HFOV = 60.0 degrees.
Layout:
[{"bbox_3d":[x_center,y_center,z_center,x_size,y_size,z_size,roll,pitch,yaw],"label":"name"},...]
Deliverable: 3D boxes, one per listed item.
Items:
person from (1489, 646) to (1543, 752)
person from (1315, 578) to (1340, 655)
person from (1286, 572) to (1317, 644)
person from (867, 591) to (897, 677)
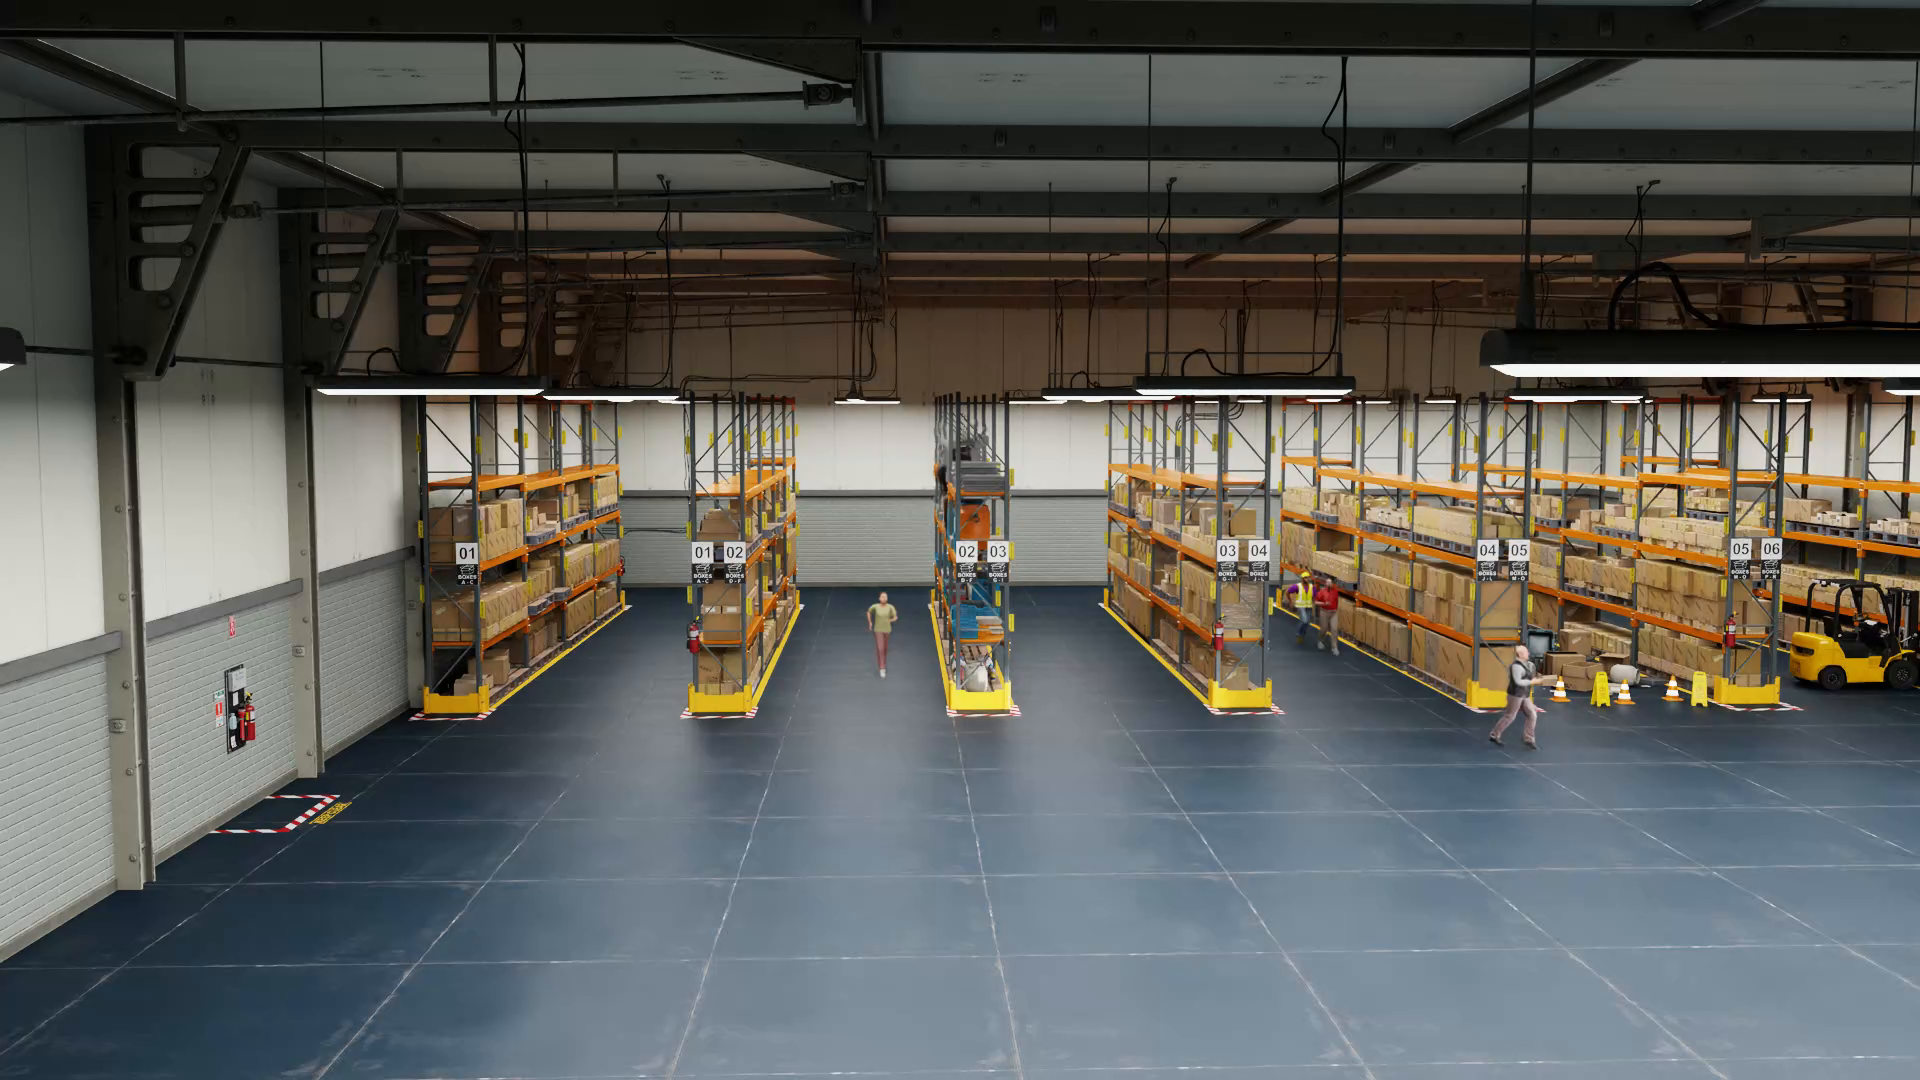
[{"bbox_3d":[9.272,2.640,27.711,0.843,1.768,0.587,3,6,37],"label":"person"},{"bbox_3d":[8.546,1.753,38.582,0.659,1.737,0.967,-1,5,-8],"label":"person"},{"bbox_3d":[8.285,1.639,39.972,0.692,1.741,0.660,-1,5,-15],"label":"person"},{"bbox_3d":[-1.550,1.878,33.640,0.578,1.696,0.830,-1,5,-15],"label":"person"}]
